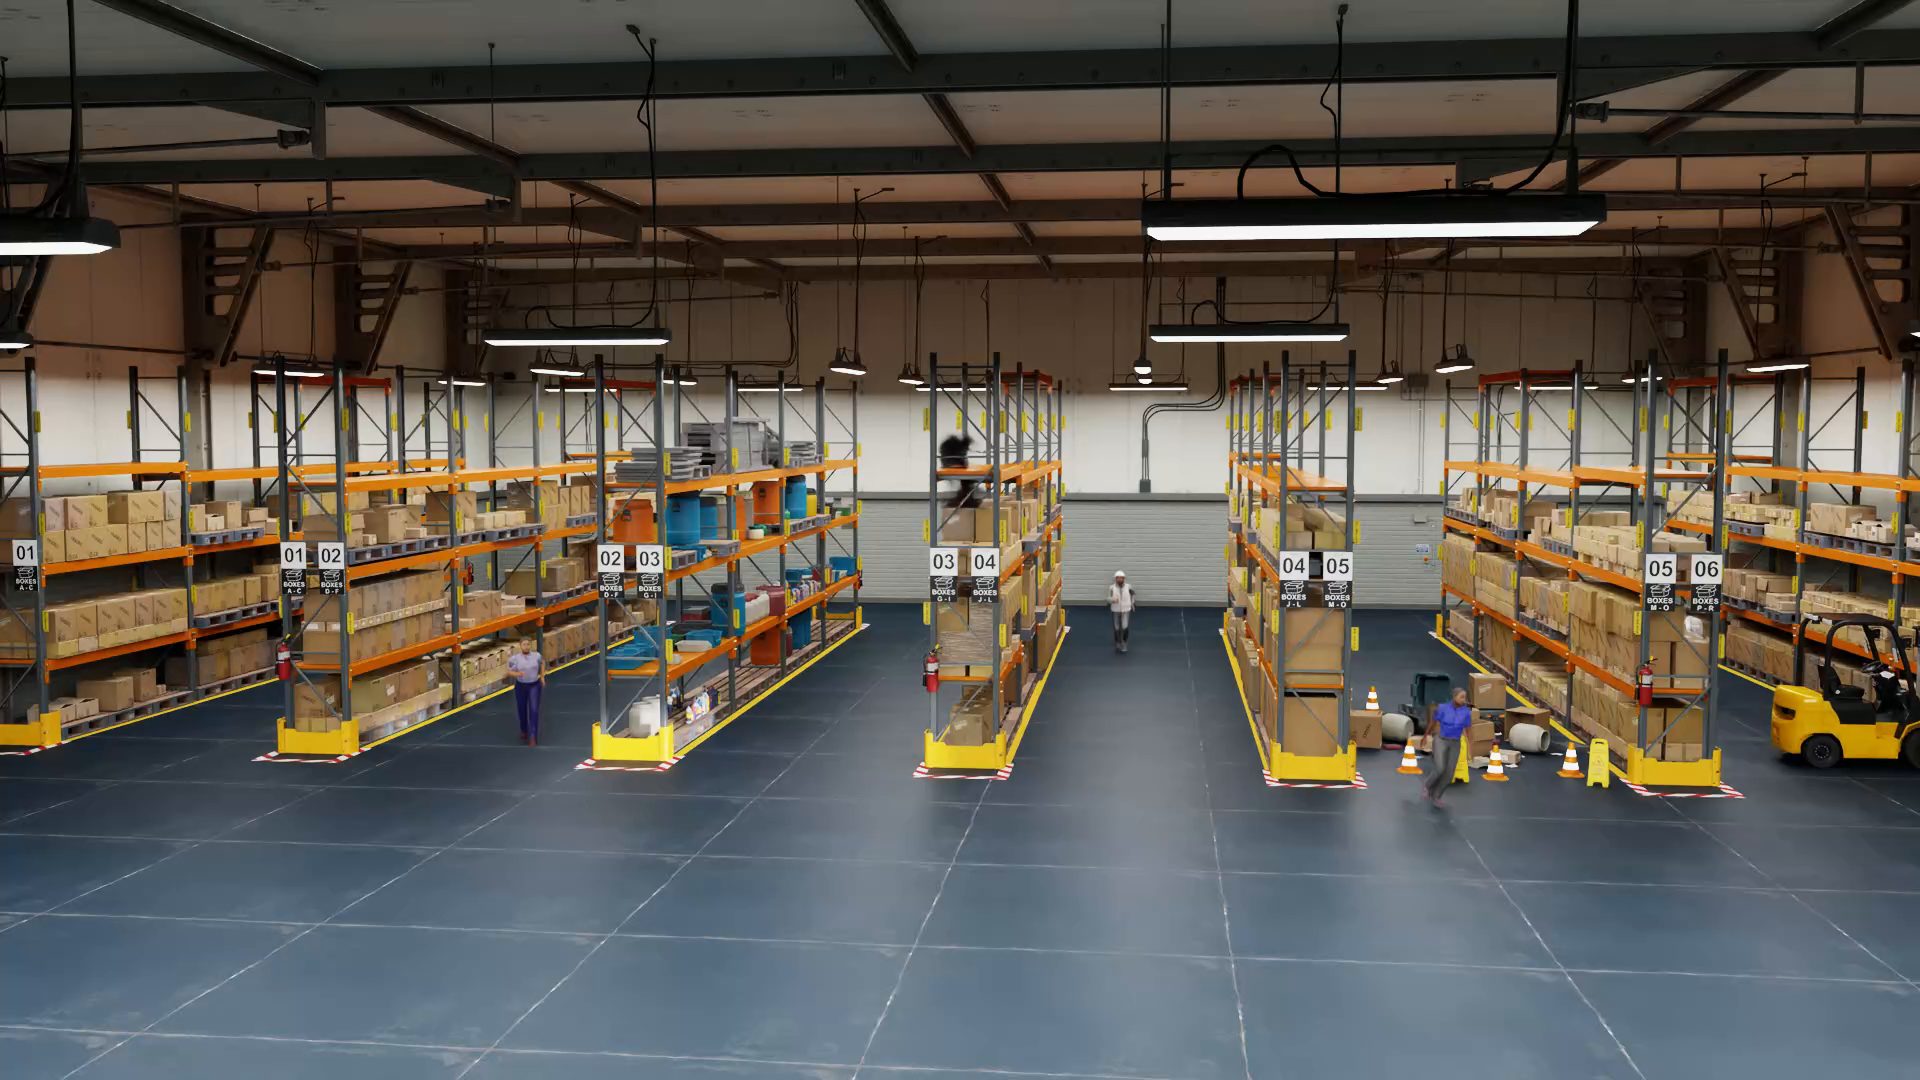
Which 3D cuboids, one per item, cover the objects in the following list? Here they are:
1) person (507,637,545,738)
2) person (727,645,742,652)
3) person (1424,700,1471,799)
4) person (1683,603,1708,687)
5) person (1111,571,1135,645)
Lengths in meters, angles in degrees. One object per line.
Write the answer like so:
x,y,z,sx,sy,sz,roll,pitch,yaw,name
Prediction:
-6.735,2.270,25.830,0.555,1.537,0.812,-1,4,-12,person
-5.028,1.698,36.202,0.541,1.494,0.835,0,4,-6,person
6.355,2.729,21.655,0.513,1.348,0.474,-1,4,-11,person
13.529,2.017,30.699,0.597,1.658,0.939,-1,4,-9,person
3.536,1.491,36.168,0.516,1.655,0.813,1,4,8,person
